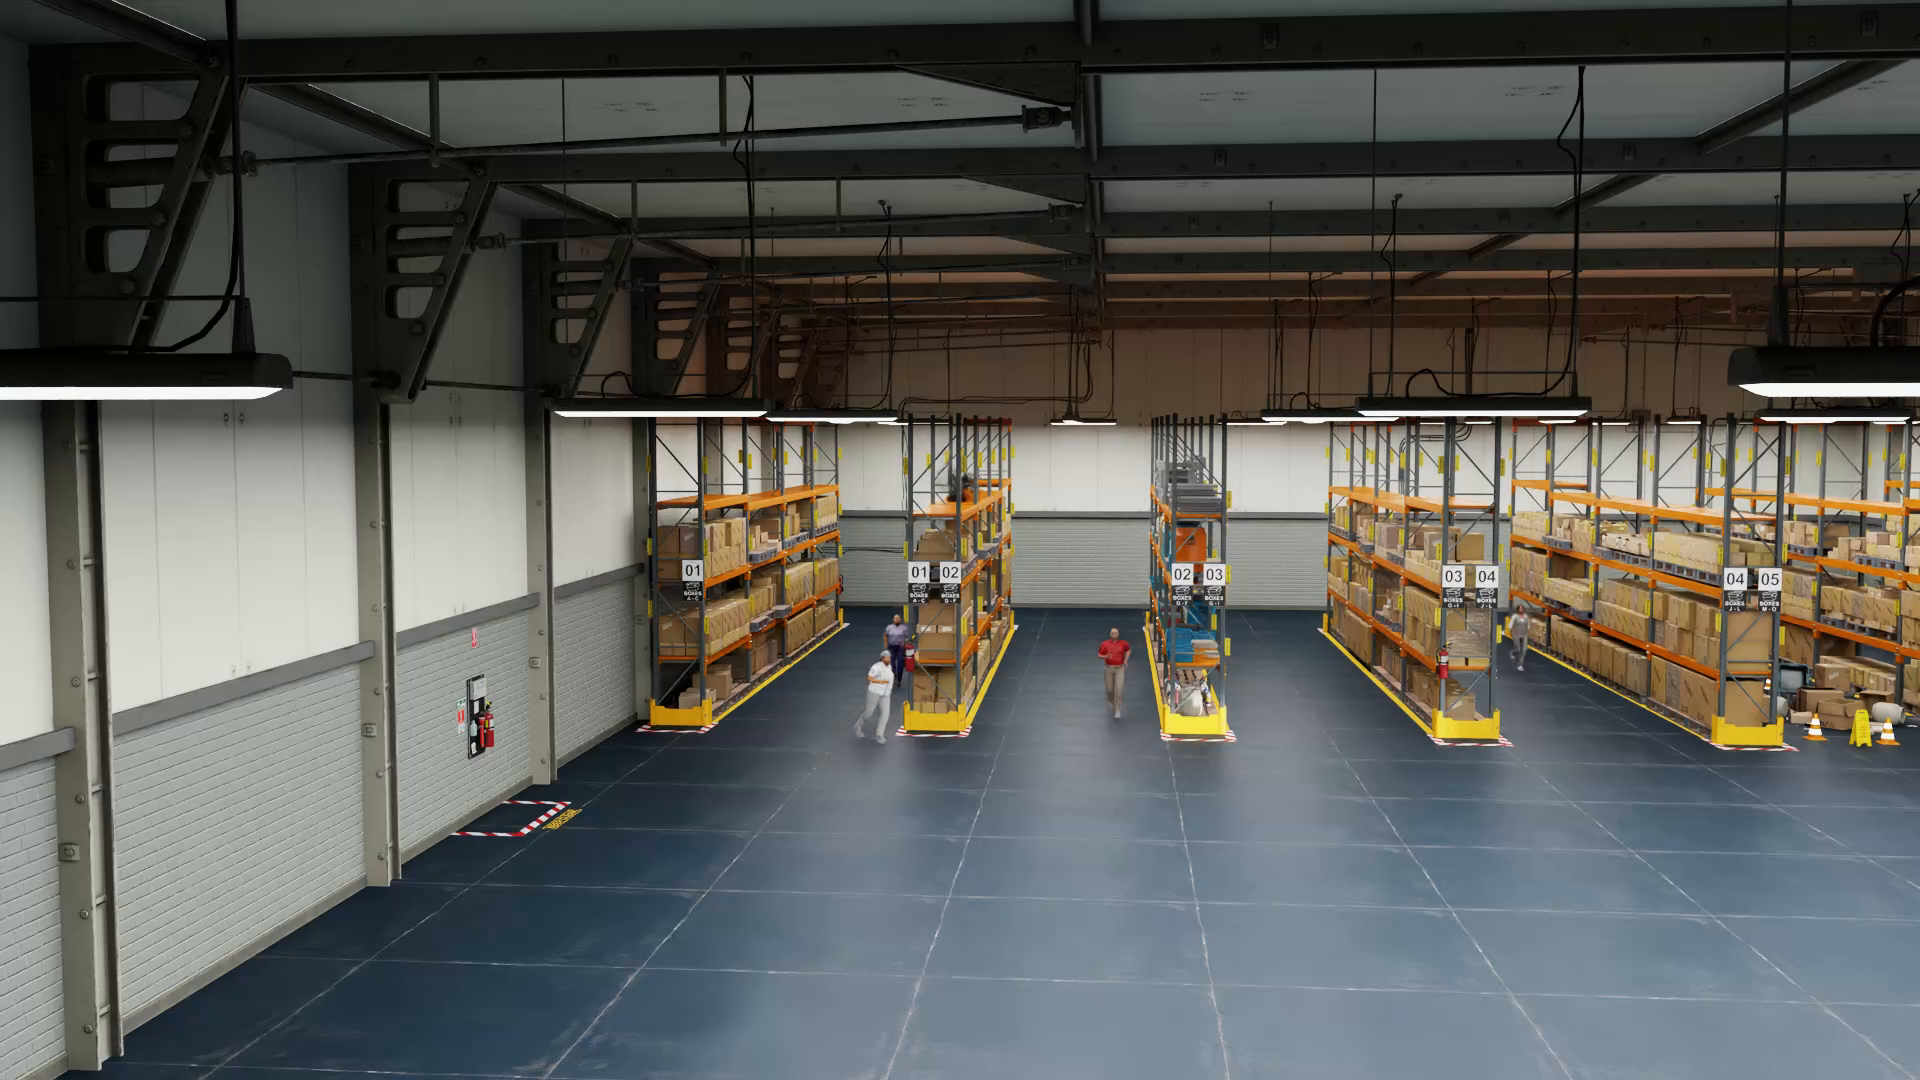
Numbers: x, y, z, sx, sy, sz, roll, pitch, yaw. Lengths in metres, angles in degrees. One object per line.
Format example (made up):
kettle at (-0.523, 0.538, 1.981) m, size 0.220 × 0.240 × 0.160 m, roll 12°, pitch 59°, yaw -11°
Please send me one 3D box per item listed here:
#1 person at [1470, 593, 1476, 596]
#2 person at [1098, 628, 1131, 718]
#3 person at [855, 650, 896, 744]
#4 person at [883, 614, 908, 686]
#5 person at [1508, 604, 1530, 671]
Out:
person at (13.907, 1.786, 45.524) m, size 0.719 × 1.793 × 0.692 m, roll 1°, pitch 4°, yaw 11°
person at (3.053, 2.603, 32.954) m, size 0.658 × 1.724 × 0.957 m, roll 0°, pitch 4°, yaw 5°
person at (-1.466, 2.852, 30.569) m, size 0.644 × 1.652 × 0.888 m, roll -3°, pitch 5°, yaw -36°
person at (-1.406, 2.442, 36.900) m, size 0.613 × 1.606 × 0.547 m, roll 0°, pitch 4°, yaw 0°
person at (13.267, 2.297, 39.422) m, size 0.536 × 1.565 × 0.651 m, roll 0°, pitch 4°, yaw -1°
